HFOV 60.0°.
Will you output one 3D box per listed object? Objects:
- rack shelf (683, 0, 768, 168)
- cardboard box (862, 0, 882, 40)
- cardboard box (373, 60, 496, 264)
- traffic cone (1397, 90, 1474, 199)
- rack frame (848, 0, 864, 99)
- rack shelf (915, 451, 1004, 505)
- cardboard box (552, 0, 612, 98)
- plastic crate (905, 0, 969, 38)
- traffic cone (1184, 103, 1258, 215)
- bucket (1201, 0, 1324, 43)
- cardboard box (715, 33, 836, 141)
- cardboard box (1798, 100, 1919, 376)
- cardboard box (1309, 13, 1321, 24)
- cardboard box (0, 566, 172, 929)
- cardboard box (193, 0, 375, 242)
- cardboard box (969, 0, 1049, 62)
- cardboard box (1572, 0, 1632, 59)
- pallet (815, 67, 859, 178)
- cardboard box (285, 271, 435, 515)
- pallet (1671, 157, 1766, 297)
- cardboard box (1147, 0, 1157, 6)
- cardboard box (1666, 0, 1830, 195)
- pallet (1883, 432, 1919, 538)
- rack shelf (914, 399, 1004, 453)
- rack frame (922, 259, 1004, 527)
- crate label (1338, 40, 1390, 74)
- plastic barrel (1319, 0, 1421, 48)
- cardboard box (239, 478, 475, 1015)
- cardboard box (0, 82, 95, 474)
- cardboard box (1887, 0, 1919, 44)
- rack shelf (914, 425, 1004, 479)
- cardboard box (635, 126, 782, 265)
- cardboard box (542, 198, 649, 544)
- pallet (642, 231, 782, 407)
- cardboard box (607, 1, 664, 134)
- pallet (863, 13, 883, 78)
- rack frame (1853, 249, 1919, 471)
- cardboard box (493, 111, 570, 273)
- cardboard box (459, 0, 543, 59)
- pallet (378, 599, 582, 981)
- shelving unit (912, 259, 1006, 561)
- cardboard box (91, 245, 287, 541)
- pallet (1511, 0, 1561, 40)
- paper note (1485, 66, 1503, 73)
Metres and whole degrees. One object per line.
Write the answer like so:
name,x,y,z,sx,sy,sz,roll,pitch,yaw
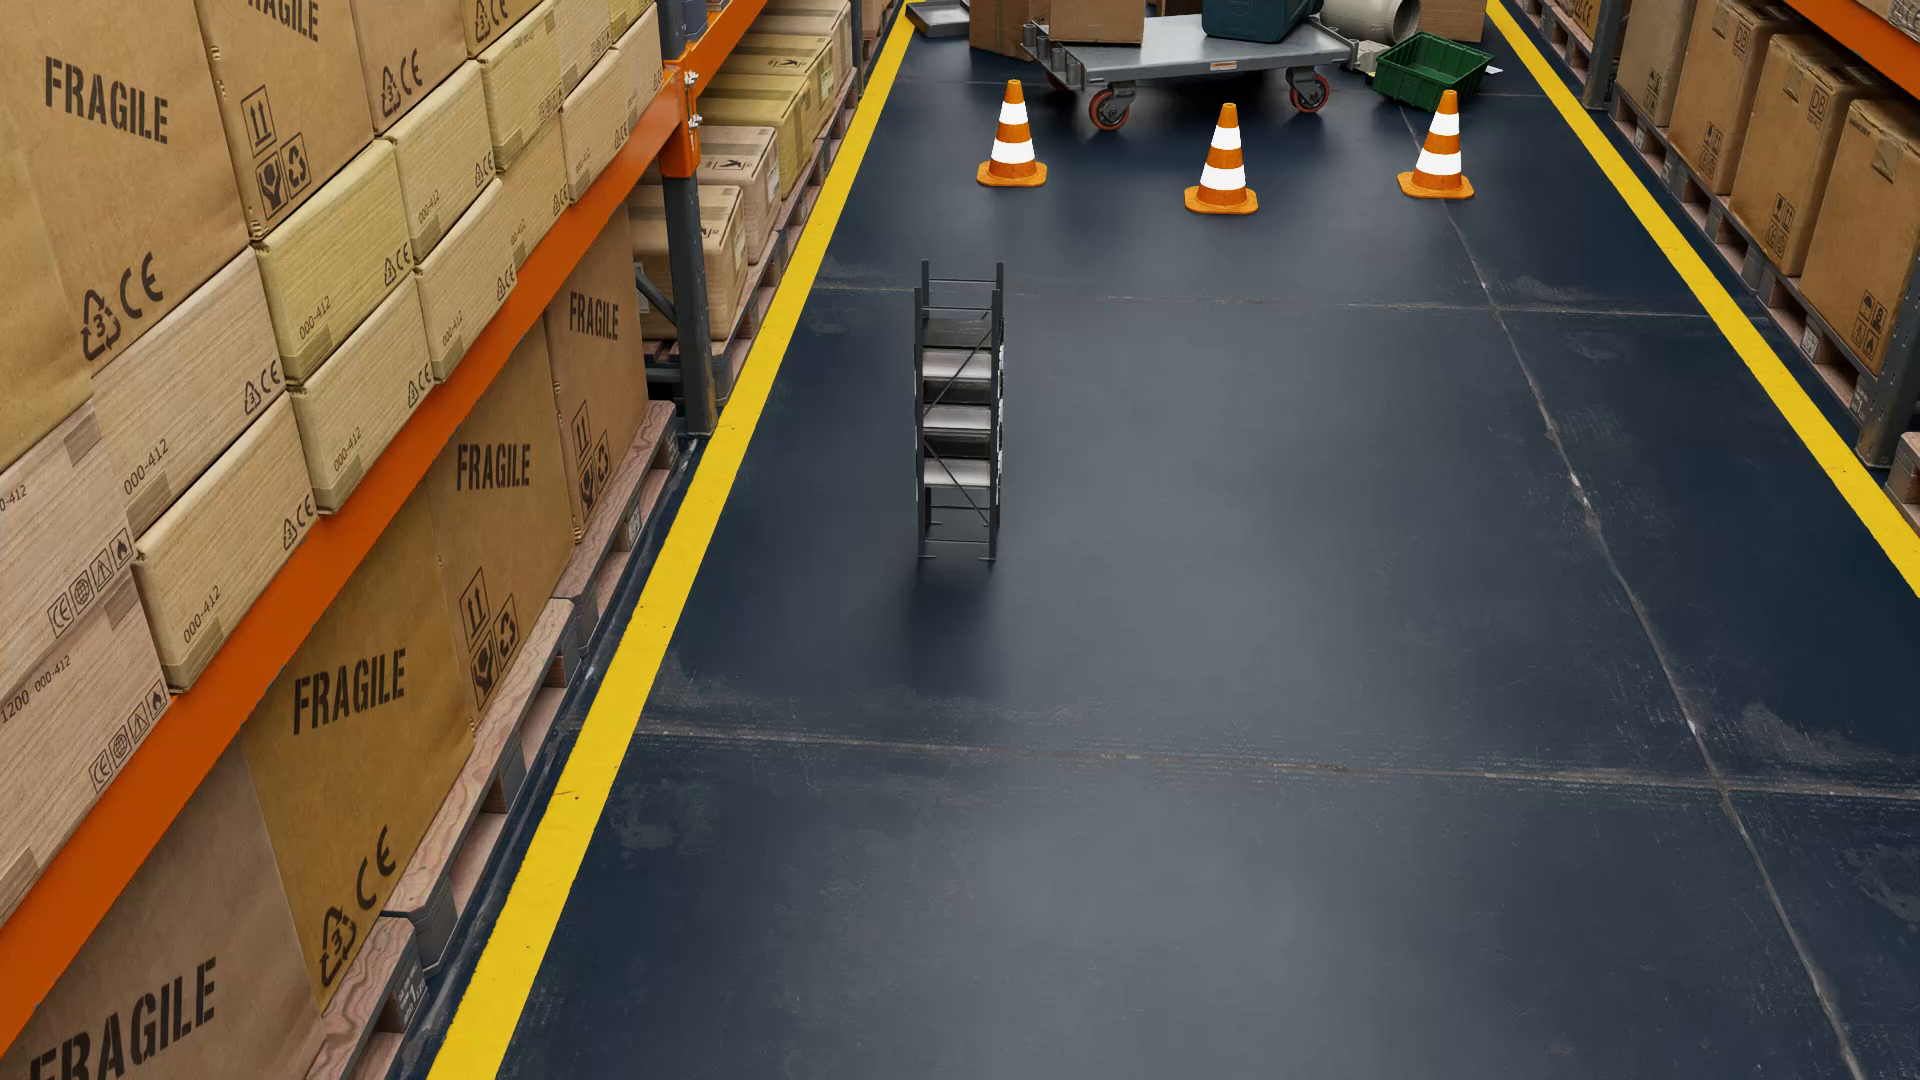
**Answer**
rack shelf,-1.202,-2.424,7.009,1.077,0.370,4.000,2,32,4
cardboard box,-0.722,-3.081,9.611,0.500,0.250,0.500,1,32,2
cardboard box,-1.252,-0.760,3.291,0.500,0.250,0.500,2,32,2
traffic cone,2.289,-1.900,7.892,0.336,0.463,0.334,2,32,4
rack frame,-1.039,-3.776,8.517,1.000,3.000,0.127,2,32,4
rack shelf,-0.001,-0.197,5.119,0.258,0.077,0.200,2,32,4
cardboard box,-1.189,-1.301,4.168,0.500,0.250,0.500,2,32,3
plastic crate,-0.094,-3.319,10.559,0.402,0.080,0.583,-8,33,-13
traffic cone,1.229,-1.793,7.718,0.336,0.463,0.334,2,32,4
bucket,1.616,-3.040,8.995,0.726,0.611,0.620,14,44,21
cardboard box,-1.134,-2.185,8.041,0.950,0.372,0.625,4,32,7
cardboard box,3.716,-1.061,5.857,1.050,0.750,0.750,2,32,3
cardboard box,2.207,-3.431,10.563,0.396,0.266,0.258,8,32,12
cardboard box,-1.391,0.253,2.124,0.500,0.250,0.500,2,32,3
cardboard box,-1.311,-0.808,2.653,0.500,0.500,0.500,2,32,3
cardboard box,0.405,-3.215,9.987,0.500,0.500,0.500,27,41,37
cardboard box,4.024,-3.217,9.236,0.875,0.875,0.875,3,32,5
pallet,-1.101,-2.181,8.588,1.003,0.211,1.213,2,32,4
cardboard box,-1.293,-0.285,2.997,0.500,0.250,0.500,2,32,4
pallet,3.818,-1.383,7.294,1.003,0.211,1.213,2,32,4
cardboard box,1.667,-3.778,10.900,0.797,0.503,0.637,-20,37,-29
cardboard box,3.860,-2.005,7.389,1.050,0.750,0.750,2,32,4
pallet,3.512,0.070,4.935,1.003,0.211,1.213,2,32,4
rack shelf,-0.001,-0.350,5.024,0.258,0.077,0.200,2,32,4
rack frame,0.008,-0.432,5.093,0.240,0.900,0.006,2,32,4
crate label,2.360,-2.816,9.690,0.298,0.136,0.250,-20,37,-29
plastic barrel,2.466,-3.179,10.005,0.512,0.421,0.421,27,41,37
cardboard box,-1.654,0.333,3.475,0.875,0.875,0.875,3,32,5
cardboard box,-1.368,-0.278,1.794,0.500,0.500,0.500,3,32,5
cardboard box,3.346,-1.815,5.241,0.500,0.500,0.500,2,32,4
rack shelf,-0.001,-0.274,5.072,0.258,0.077,0.200,2,32,4
cardboard box,-1.257,-1.425,6.808,0.950,0.372,0.625,2,32,3
cardboard box,-1.504,-0.601,4.990,0.875,0.875,0.875,2,32,4
pallet,-1.299,-0.905,6.518,1.003,0.211,1.213,2,32,4
cardboard box,-1.147,-1.345,4.716,0.500,0.250,0.500,1,32,2
pallet,-1.019,-2.941,9.821,1.003,0.211,1.213,2,32,4
rack frame,3.577,-1.525,4.866,1.000,3.000,0.127,2,32,4
cardboard box,-1.230,-0.814,3.855,0.500,0.250,0.500,2,32,3
cardboard box,-1.227,-1.343,3.521,0.500,0.500,0.500,2,32,4
pallet,-1.606,0.548,4.159,1.003,0.211,1.213,2,32,4
shelving unit,-0.001,-0.379,5.007,0.258,0.900,0.210,2,32,4
cardboard box,-1.359,-0.233,2.436,0.500,0.250,0.500,3,32,5
pallet,4.140,-3.464,10.669,1.003,0.211,1.213,2,32,4
paper note,3.055,-2.743,9.672,0.147,0.020,0.142,-20,37,-29
